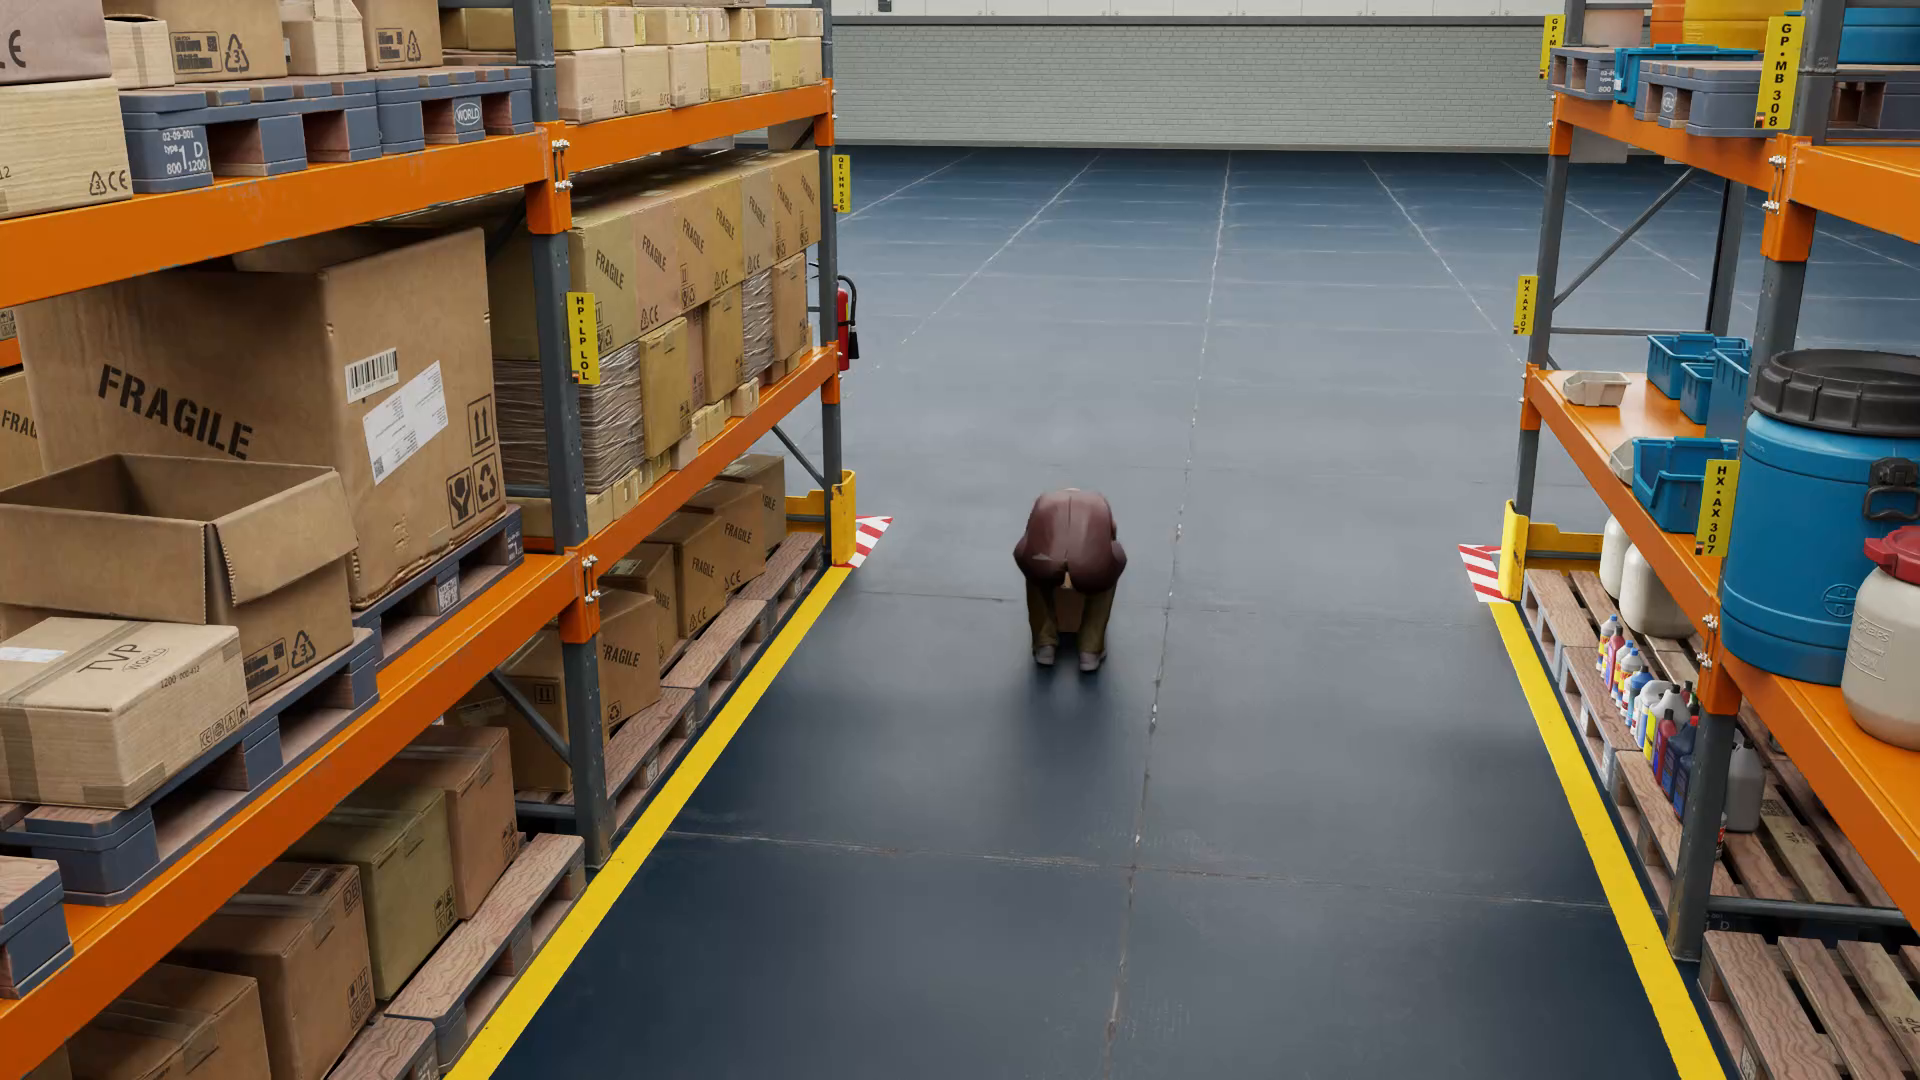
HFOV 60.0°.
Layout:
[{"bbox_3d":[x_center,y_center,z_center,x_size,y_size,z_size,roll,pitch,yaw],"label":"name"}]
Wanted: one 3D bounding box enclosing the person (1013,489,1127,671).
[{"bbox_3d":[0.572,0.158,8.592,0.585,0.897,0.953,2,18,7],"label":"person"}]
